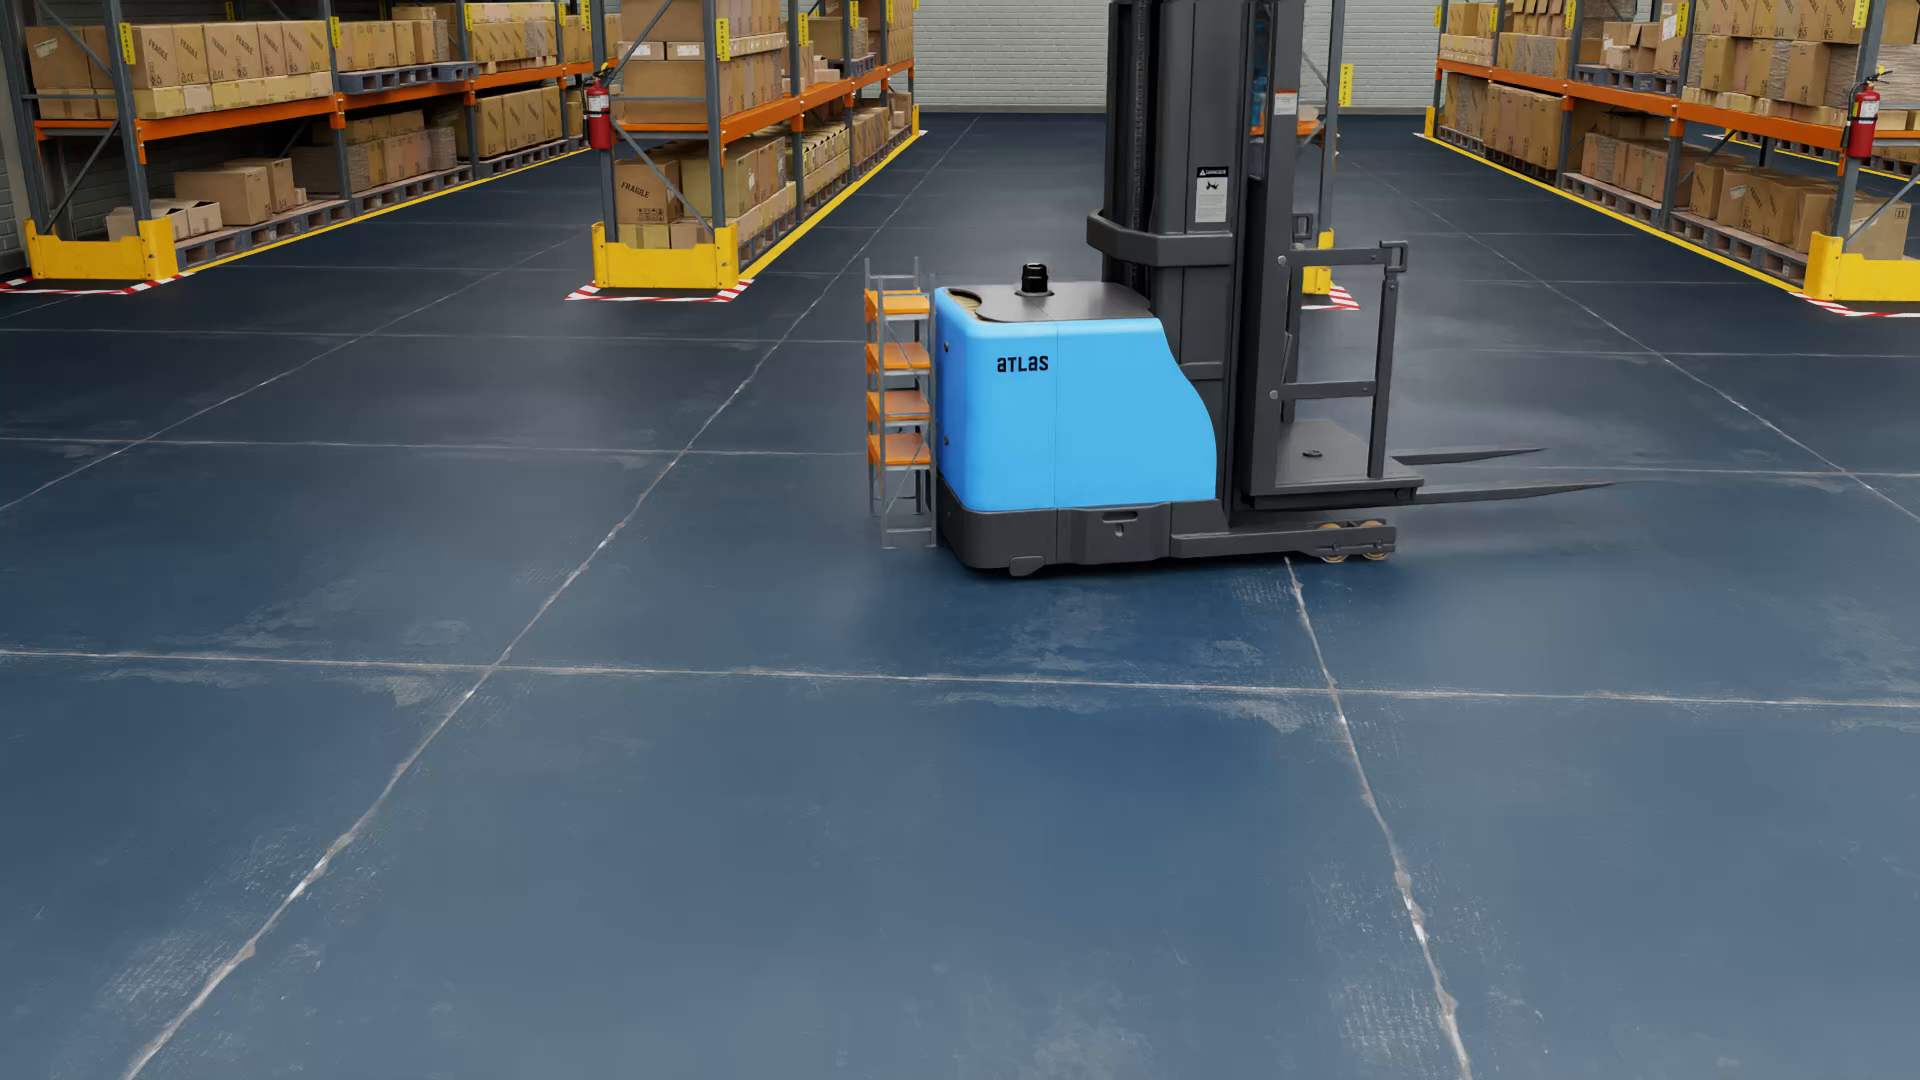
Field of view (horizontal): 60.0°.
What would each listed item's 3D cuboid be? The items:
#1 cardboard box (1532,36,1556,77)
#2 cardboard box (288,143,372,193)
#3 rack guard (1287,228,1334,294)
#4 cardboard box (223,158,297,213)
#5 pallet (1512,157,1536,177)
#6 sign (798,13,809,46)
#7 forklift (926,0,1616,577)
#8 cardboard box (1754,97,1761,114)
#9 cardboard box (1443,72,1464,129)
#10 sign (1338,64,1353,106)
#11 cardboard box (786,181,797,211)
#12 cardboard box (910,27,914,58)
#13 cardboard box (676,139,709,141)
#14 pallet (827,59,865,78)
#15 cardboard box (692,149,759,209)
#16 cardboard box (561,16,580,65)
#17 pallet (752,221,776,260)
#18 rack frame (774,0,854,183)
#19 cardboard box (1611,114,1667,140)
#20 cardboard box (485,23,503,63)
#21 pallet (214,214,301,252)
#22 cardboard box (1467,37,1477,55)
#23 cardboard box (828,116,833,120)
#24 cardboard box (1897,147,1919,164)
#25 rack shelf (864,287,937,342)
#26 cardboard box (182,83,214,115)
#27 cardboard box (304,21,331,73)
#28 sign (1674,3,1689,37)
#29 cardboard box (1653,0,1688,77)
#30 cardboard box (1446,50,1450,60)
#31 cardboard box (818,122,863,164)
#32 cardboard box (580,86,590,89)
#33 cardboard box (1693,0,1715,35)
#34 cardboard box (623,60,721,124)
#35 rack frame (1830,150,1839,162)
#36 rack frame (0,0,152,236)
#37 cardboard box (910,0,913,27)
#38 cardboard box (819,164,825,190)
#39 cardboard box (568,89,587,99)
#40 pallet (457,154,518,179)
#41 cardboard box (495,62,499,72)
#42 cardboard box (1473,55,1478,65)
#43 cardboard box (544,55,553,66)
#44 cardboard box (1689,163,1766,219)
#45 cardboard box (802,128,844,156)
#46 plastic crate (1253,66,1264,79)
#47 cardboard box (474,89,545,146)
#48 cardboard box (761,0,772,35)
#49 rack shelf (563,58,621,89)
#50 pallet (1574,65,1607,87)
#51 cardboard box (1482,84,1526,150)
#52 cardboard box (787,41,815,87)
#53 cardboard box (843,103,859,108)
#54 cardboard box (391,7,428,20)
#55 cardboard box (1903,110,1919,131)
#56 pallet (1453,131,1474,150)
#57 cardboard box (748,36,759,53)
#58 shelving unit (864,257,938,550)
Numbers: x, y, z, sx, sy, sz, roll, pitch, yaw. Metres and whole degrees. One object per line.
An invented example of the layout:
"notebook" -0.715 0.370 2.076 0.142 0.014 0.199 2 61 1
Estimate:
"cardboard box" 7.863 -6.361 21.859 0.500 0.500 0.500 1 18 2
"cardboard box" -7.073 -4.179 18.666 0.700 0.500 0.500 2 18 6
"rack guard" 2.444 -2.302 13.645 1.175 0.500 0.348 1 18 4
"cardboard box" -7.144 -3.626 16.981 0.500 0.500 0.500 0 18 0
"pallet" 8.221 -5.135 22.755 1.003 0.211 1.213 1 18 4
"sign" -1.615 -5.256 17.129 0.100 0.325 0.005 1 18 4
"forklift" 1.411 -1.452 7.146 3.031 2.935 1.130 -4 18 -11
"cardboard box" 7.330 -3.872 14.827 0.380 0.149 0.250 1 18 4
"cardboard box" 8.606 -7.313 27.662 0.875 0.875 0.875 1 18 4
"sign" 3.034 -3.583 13.096 0.100 0.325 0.005 1 18 4
"cardboard box" -1.984 -3.563 17.221 0.500 0.250 0.500 1 18 4
"cardboard box" -1.069 -8.448 28.228 0.500 0.500 0.500 2 18 6
"cardboard box" -2.542 -3.776 16.666 0.500 0.500 0.500 1 18 4
"pallet" -1.903 -6.182 21.781 1.213 0.211 1.003 1 18 4
"cardboard box" -2.138 -3.298 15.209 0.500 0.500 0.500 1 18 4
"cardboard box" -6.481 -7.724 25.696 0.980 0.700 0.700 2 18 5
"pallet" -2.352 -2.868 15.837 1.003 0.211 1.213 1 18 4
"rack frame" -1.882 -6.061 21.104 1.000 3.000 0.127 1 18 4
"cardboard box" 7.953 -4.843 19.489 0.500 0.250 0.500 3 18 10
"cardboard box" -6.486 -6.677 22.312 0.500 0.500 0.500 2 18 6
"pallet" -7.207 -3.014 16.282 1.003 0.211 1.213 1 18 4
"cardboard box" 8.127 -7.614 25.605 0.500 0.250 0.500 2 18 5
"cardboard box" -2.011 -5.539 22.818 0.500 0.500 0.500 1 18 2
"cardboard box" 12.788 -5.245 21.952 0.500 0.500 0.500 0 18 1
"rack shelf" -0.264 -0.983 7.232 0.258 0.148 0.480 -3 18 -9
"cardboard box" -7.022 -3.930 14.810 0.500 0.250 0.500 1 18 2
"cardboard box" -6.835 -5.069 17.081 0.500 0.500 0.500 1 18 4
"sign" 7.158 -5.158 16.488 0.100 0.325 0.005 1 18 4
"cardboard box" 7.909 -5.325 17.219 1.000 1.000 1.000 1 18 4
"cardboard box" 8.183 -7.942 27.248 0.380 0.149 0.250 1 18 3
"cardboard box" -1.564 -5.218 21.837 0.500 0.500 0.500 2 18 6
"cardboard box" -6.444 -7.564 27.988 0.380 0.149 0.250 1 18 4
"cardboard box" 7.426 -5.127 16.008 0.500 0.500 0.500 1 18 4
"cardboard box" -2.409 -3.769 13.947 0.700 0.500 0.500 1 18 4
"rack frame" 13.226 -6.939 23.783 1.000 3.000 0.127 1 18 4
"rack frame" -7.396 -3.686 13.855 1.000 3.000 0.127 1 18 4
"cardboard box" -1.066 -8.924 28.075 0.500 0.500 0.500 1 18 3
"cardboard box" -1.820 -4.151 19.016 0.500 0.250 0.500 1 18 2
"cardboard box" -6.136 -7.227 26.961 0.380 0.149 0.250 1 18 2
"pallet" -6.691 -5.089 22.614 1.003 0.211 1.213 1 18 4
"cardboard box" -6.533 -6.478 22.748 0.380 0.149 0.250 2 18 5
"cardboard box" 8.036 -7.304 25.299 0.380 0.149 0.250 2 18 5
"cardboard box" -6.272 -7.113 24.685 0.380 0.149 0.250 2 18 5
"cardboard box" 7.644 -3.485 16.582 0.500 0.500 0.500 1 18 2
"cardboard box" -1.704 -4.891 20.373 0.500 0.311 0.500 1 18 3
"plastic crate" 2.608 -4.518 16.494 0.767 0.338 0.504 1 18 4
"cardboard box" -6.514 -6.110 24.031 0.750 0.750 0.750 2 18 6
"cardboard box" -2.229 -5.188 16.195 0.700 0.500 0.500 1 18 4
"rack shelf" -6.393 -7.692 27.237 1.077 0.370 4.000 1 18 4
"pallet" 8.054 -5.524 19.773 1.213 0.211 1.003 1 18 4
"cardboard box" 8.260 -6.072 23.875 1.225 0.875 0.875 1 18 4
"cardboard box" -1.986 -5.587 19.497 0.500 0.500 0.500 0 18 1
"cardboard box" -1.837 -6.508 25.776 0.500 0.500 0.500 1 18 4
"cardboard box" -6.826 -6.528 20.618 0.380 0.149 0.250 -2 18 -5
"cardboard box" 7.684 -3.318 13.136 0.380 0.149 0.250 1 18 4
"pallet" 8.503 -6.371 26.526 1.003 0.211 1.213 1 18 4
"cardboard box" -2.083 -4.609 15.468 0.380 0.149 0.250 2 18 6
"shelving unit" -0.264 -0.609 7.355 0.258 1.200 0.503 -3 18 -9
